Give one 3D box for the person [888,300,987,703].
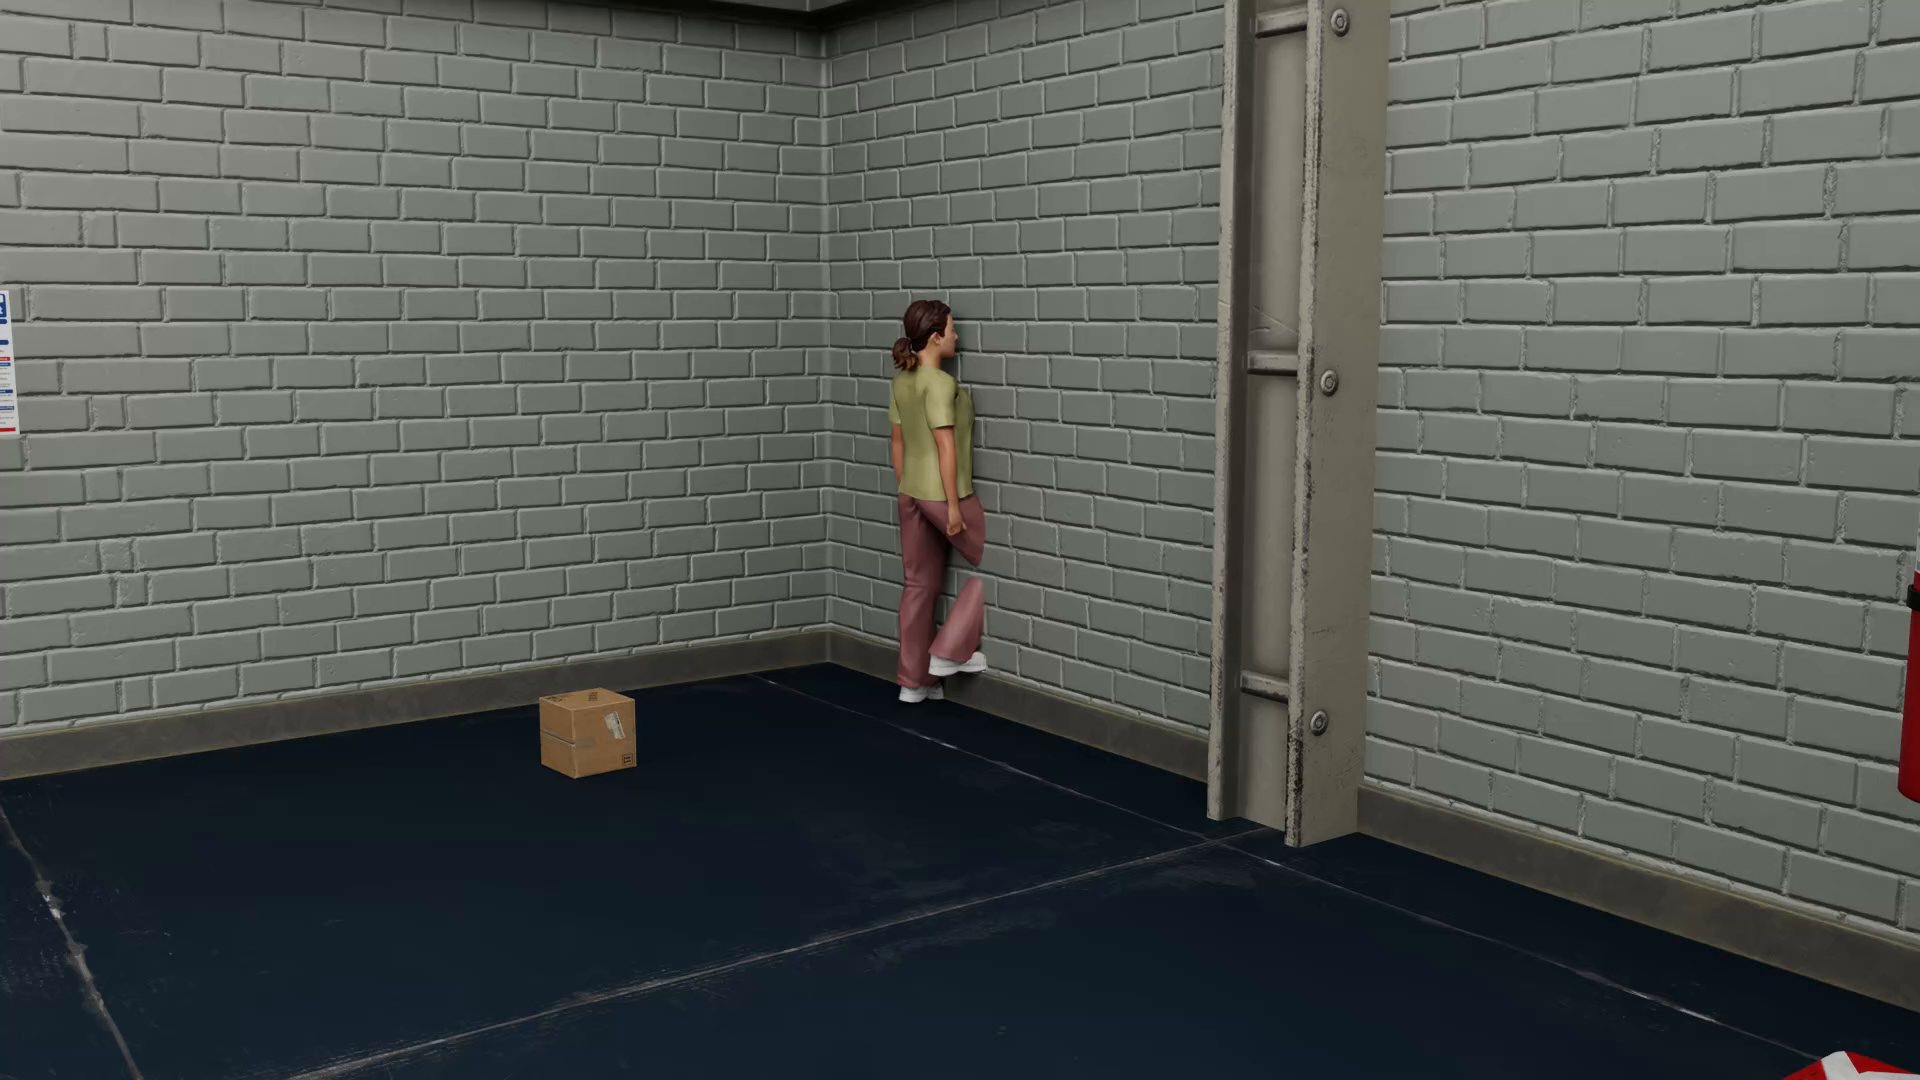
[{"bbox_3d":[-0.052,-0.143,6.862,0.494,1.678,0.436,-5,9,-31],"label":"person"}]
